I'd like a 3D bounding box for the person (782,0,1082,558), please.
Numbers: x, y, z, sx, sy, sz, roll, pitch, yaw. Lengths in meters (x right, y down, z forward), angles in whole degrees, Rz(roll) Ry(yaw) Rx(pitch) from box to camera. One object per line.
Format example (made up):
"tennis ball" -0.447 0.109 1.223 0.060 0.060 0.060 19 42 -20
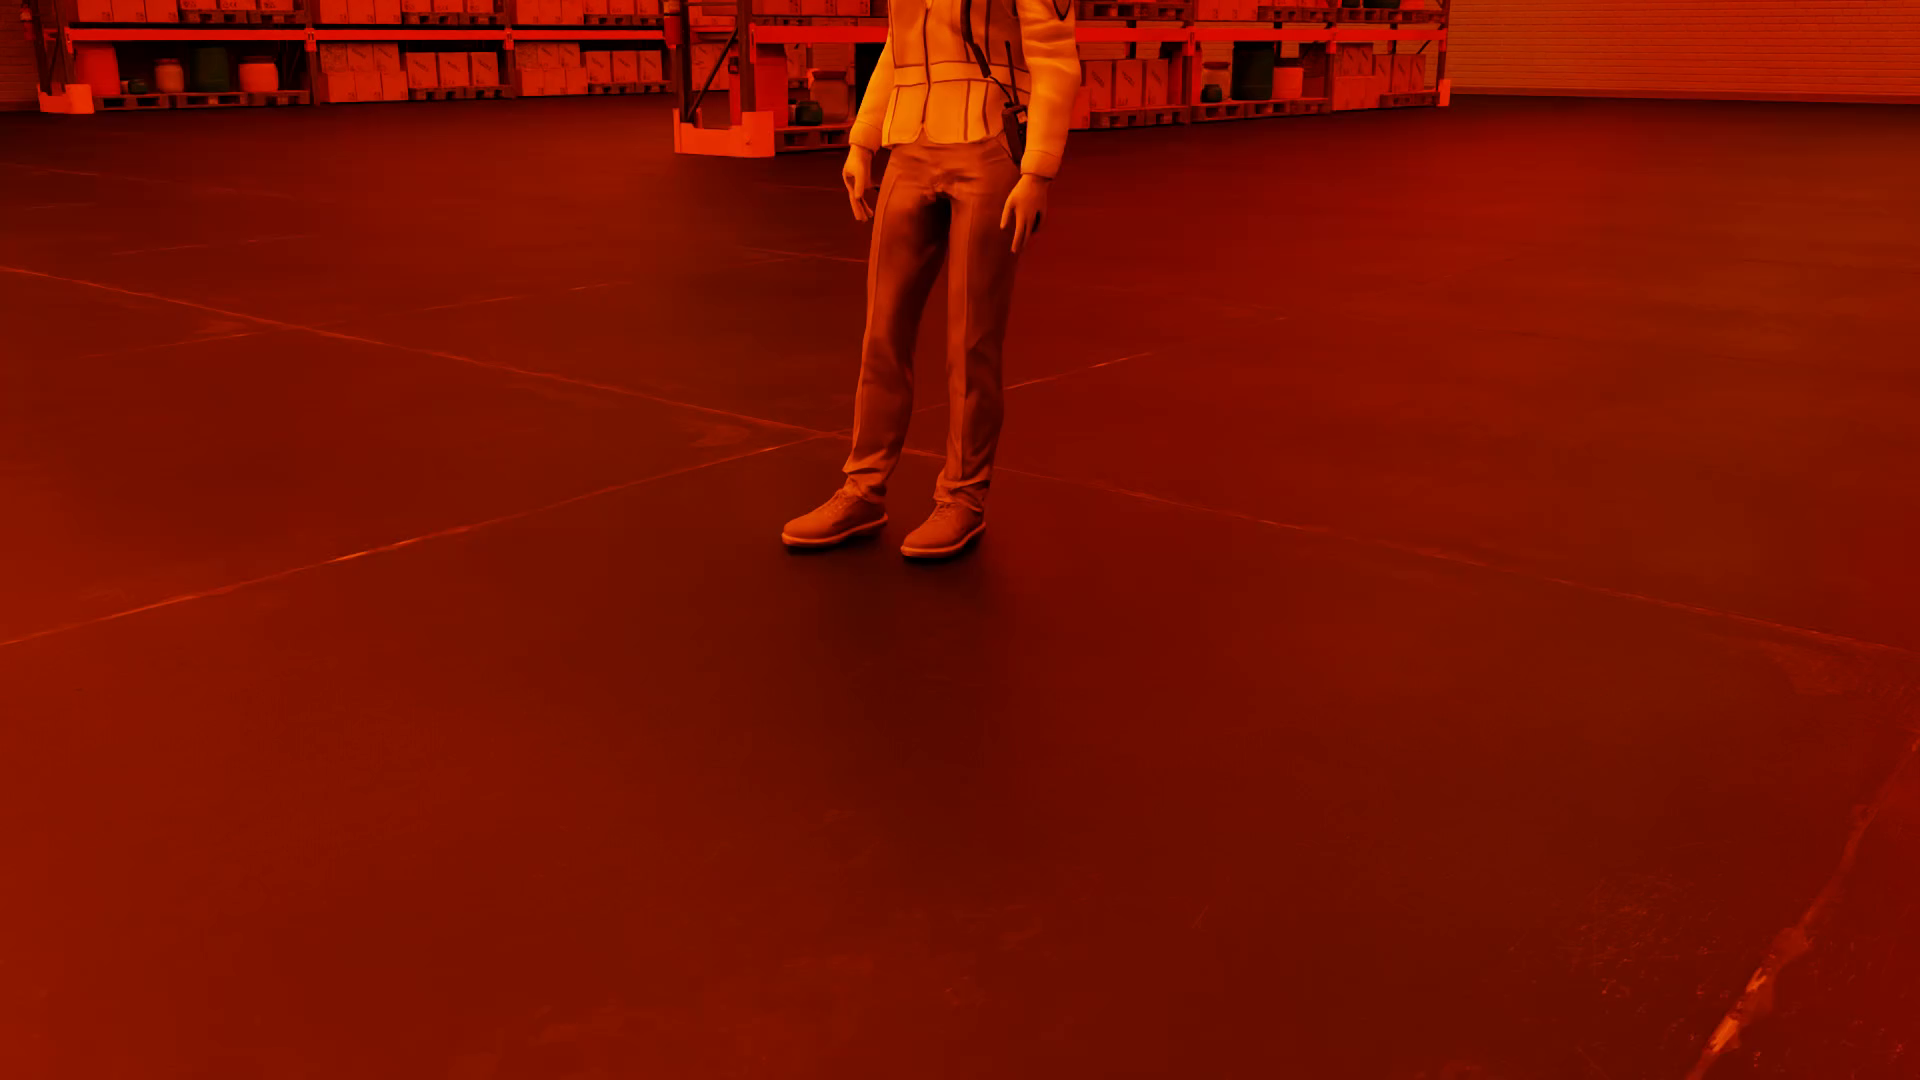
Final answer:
"person" -0.048 -0.803 3.647 0.587 1.695 0.531 13 21 37
